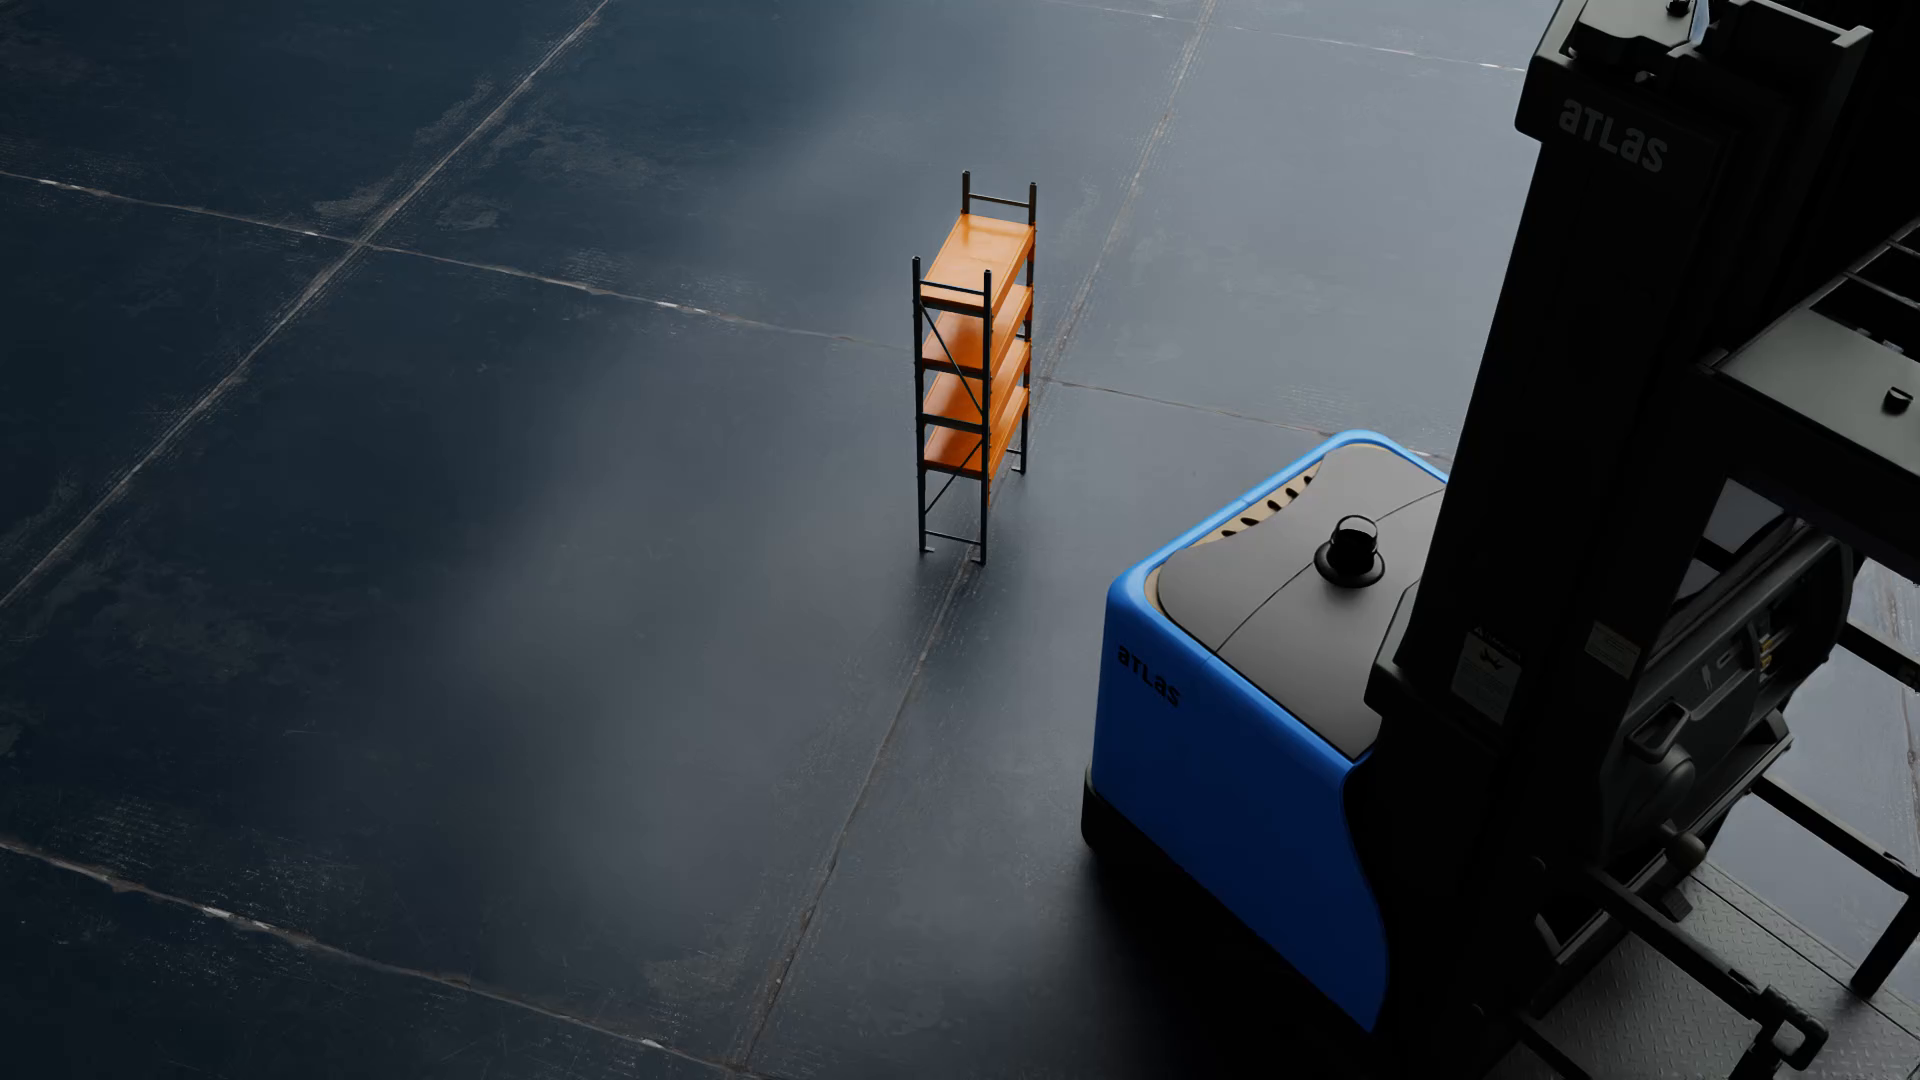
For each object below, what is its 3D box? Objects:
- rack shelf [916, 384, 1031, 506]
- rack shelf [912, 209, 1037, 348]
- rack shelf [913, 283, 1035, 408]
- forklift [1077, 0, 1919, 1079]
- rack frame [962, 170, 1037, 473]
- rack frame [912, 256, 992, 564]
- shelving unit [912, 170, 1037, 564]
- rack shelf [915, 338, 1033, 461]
[{"bbox_3d":[0.050,-0.349,5.629,0.258,0.148,0.480,13,46,13],"label":"rack shelf"},{"bbox_3d":[0.050,-0.820,5.168,0.258,0.148,0.480,13,46,13],"label":"rack shelf"},{"bbox_3d":[0.050,-0.651,5.334,0.258,0.148,0.480,13,46,13],"label":"rack shelf"},{"bbox_3d":[1.677,0.385,3.261,1.130,2.935,3.031,-31,52,-28],"label":"forklift"},{"bbox_3d":[0.124,-0.702,5.609,0.240,1.200,0.015,13,46,13],"label":"rack frame"},{"bbox_3d":[-0.024,-0.377,5.277,0.240,1.200,0.015,13,46,13],"label":"rack frame"},{"bbox_3d":[0.050,-0.539,5.443,0.258,1.200,0.503,13,46,13],"label":"shelving unit"},{"bbox_3d":[0.050,-0.491,5.490,0.258,0.148,0.480,13,46,13],"label":"rack shelf"}]
